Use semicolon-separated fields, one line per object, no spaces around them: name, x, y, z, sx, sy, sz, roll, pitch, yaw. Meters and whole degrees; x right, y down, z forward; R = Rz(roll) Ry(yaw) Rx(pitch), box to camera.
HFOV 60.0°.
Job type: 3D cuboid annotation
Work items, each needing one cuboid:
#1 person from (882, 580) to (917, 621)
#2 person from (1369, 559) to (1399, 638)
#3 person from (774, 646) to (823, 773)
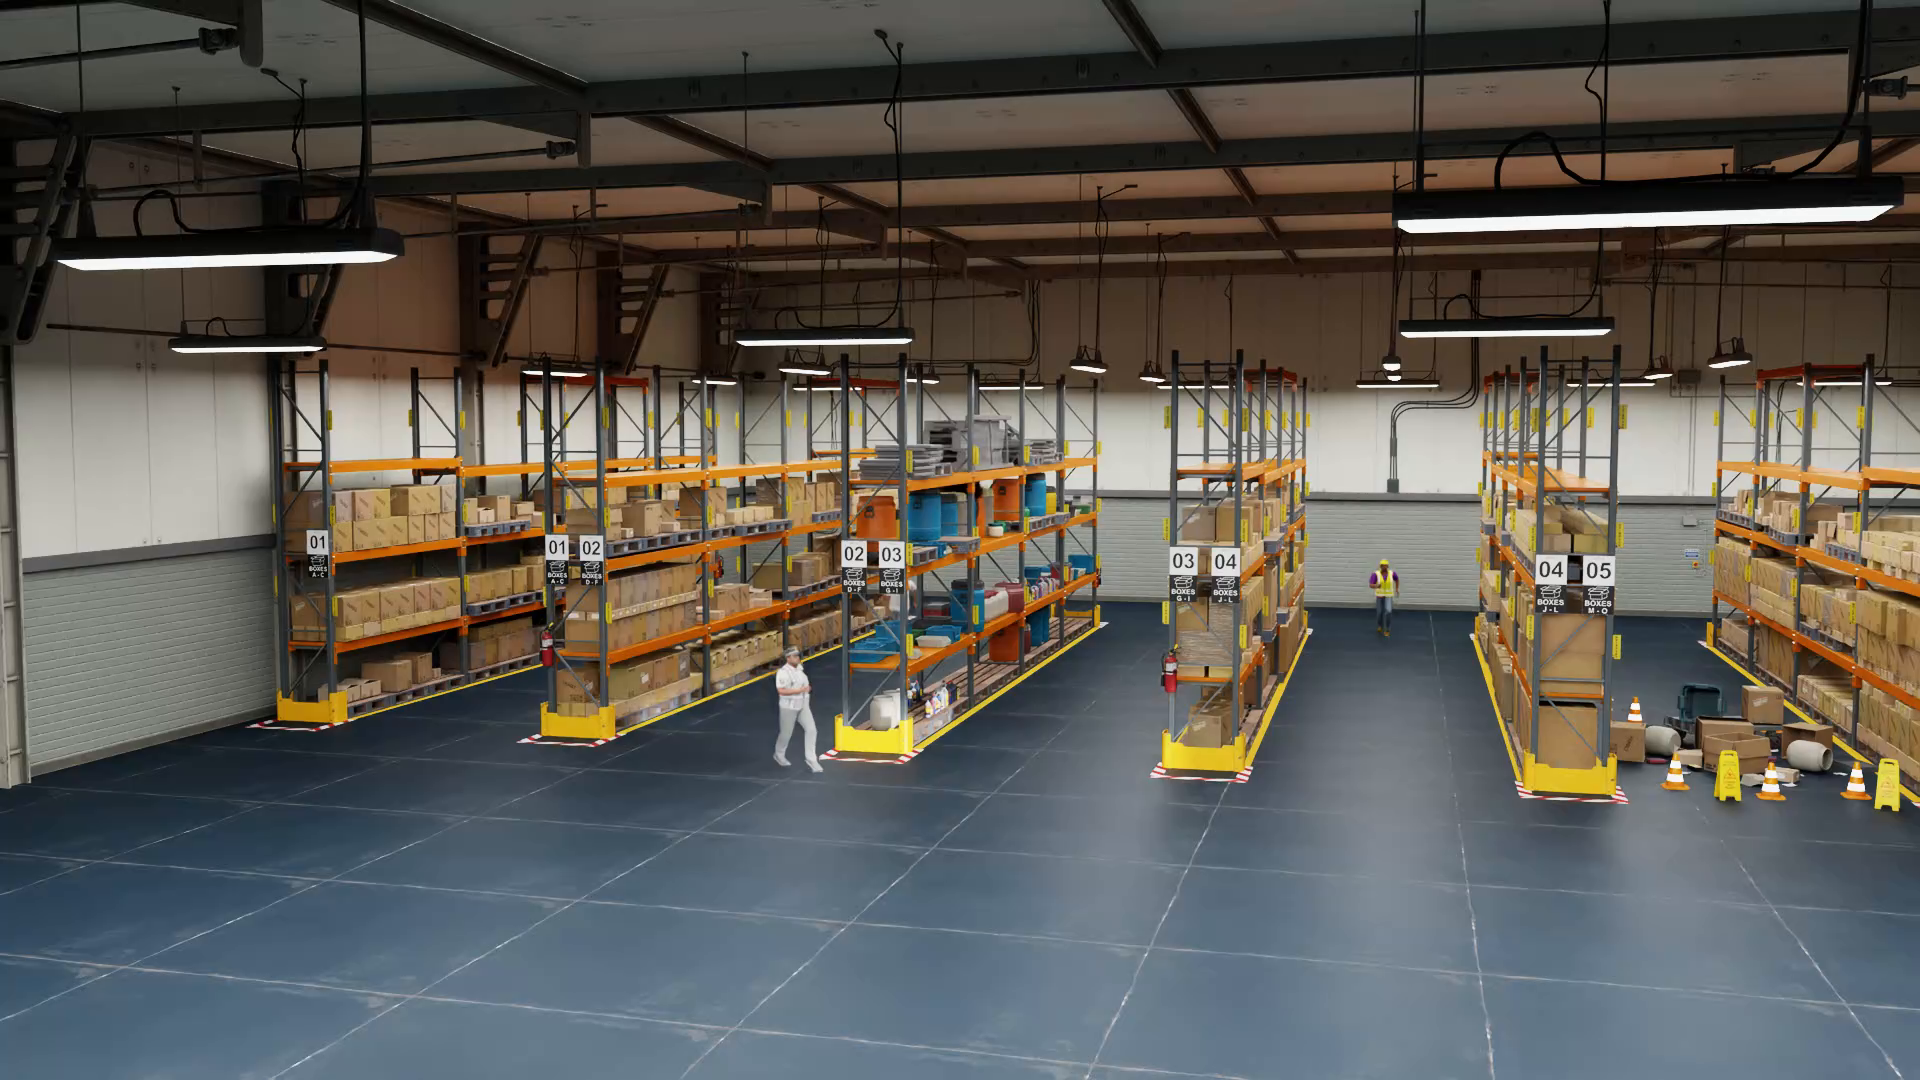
person;-1.239;1.456;33.426;0.664;1.875;0.808;1;4;16
person;9.829;1.350;38.539;0.680;1.823;0.849;1;4;12
person;-2.397;2.406;23.725;0.625;1.832;0.812;-4;6;-44
